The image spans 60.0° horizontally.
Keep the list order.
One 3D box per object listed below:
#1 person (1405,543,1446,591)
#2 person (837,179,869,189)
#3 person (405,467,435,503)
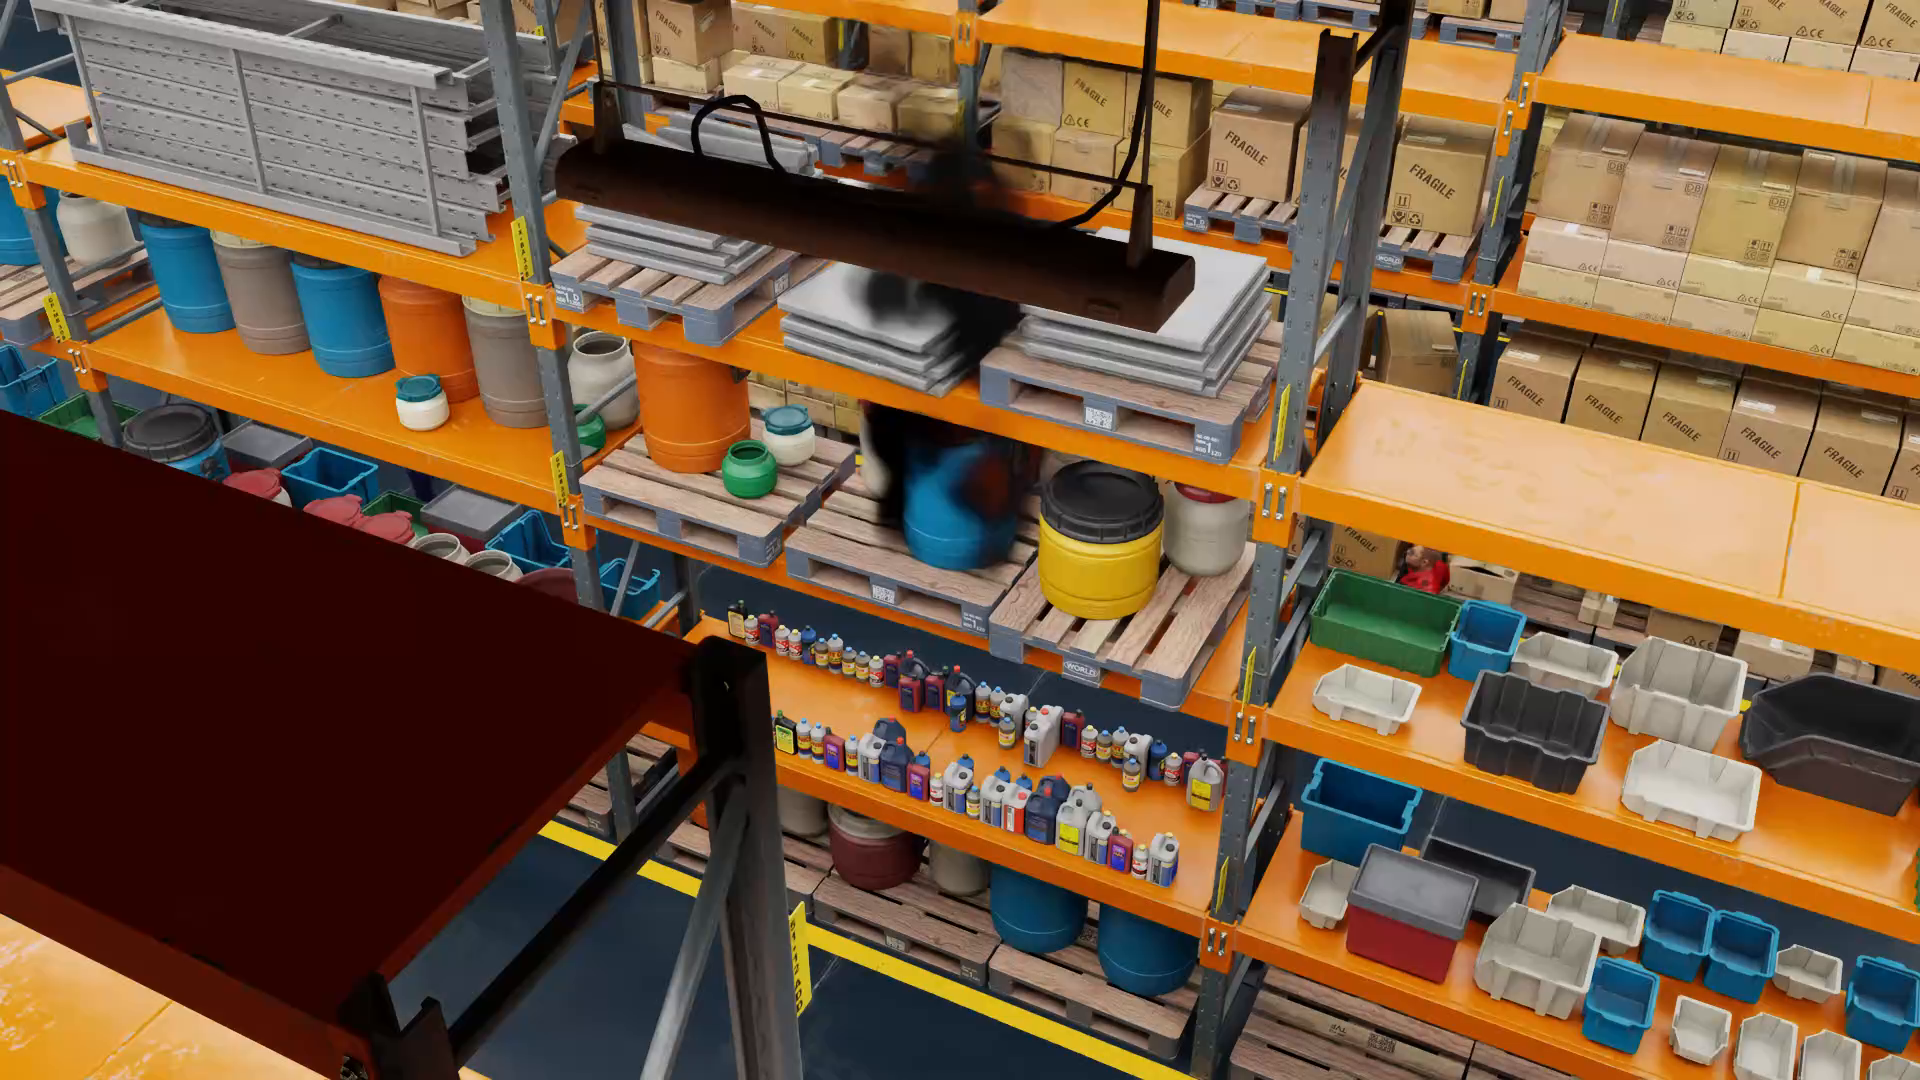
[{"bbox_3d":[3.064,0.342,11.193,0.378,0.856,0.685,12,37,17],"label":"person"},{"bbox_3d":[-1.178,-3.198,16.839,0.604,1.685,0.641,17,39,23],"label":"person"},{"bbox_3d":[-4.348,-0.892,13.753,0.841,1.648,0.607,11,37,15],"label":"person"}]
